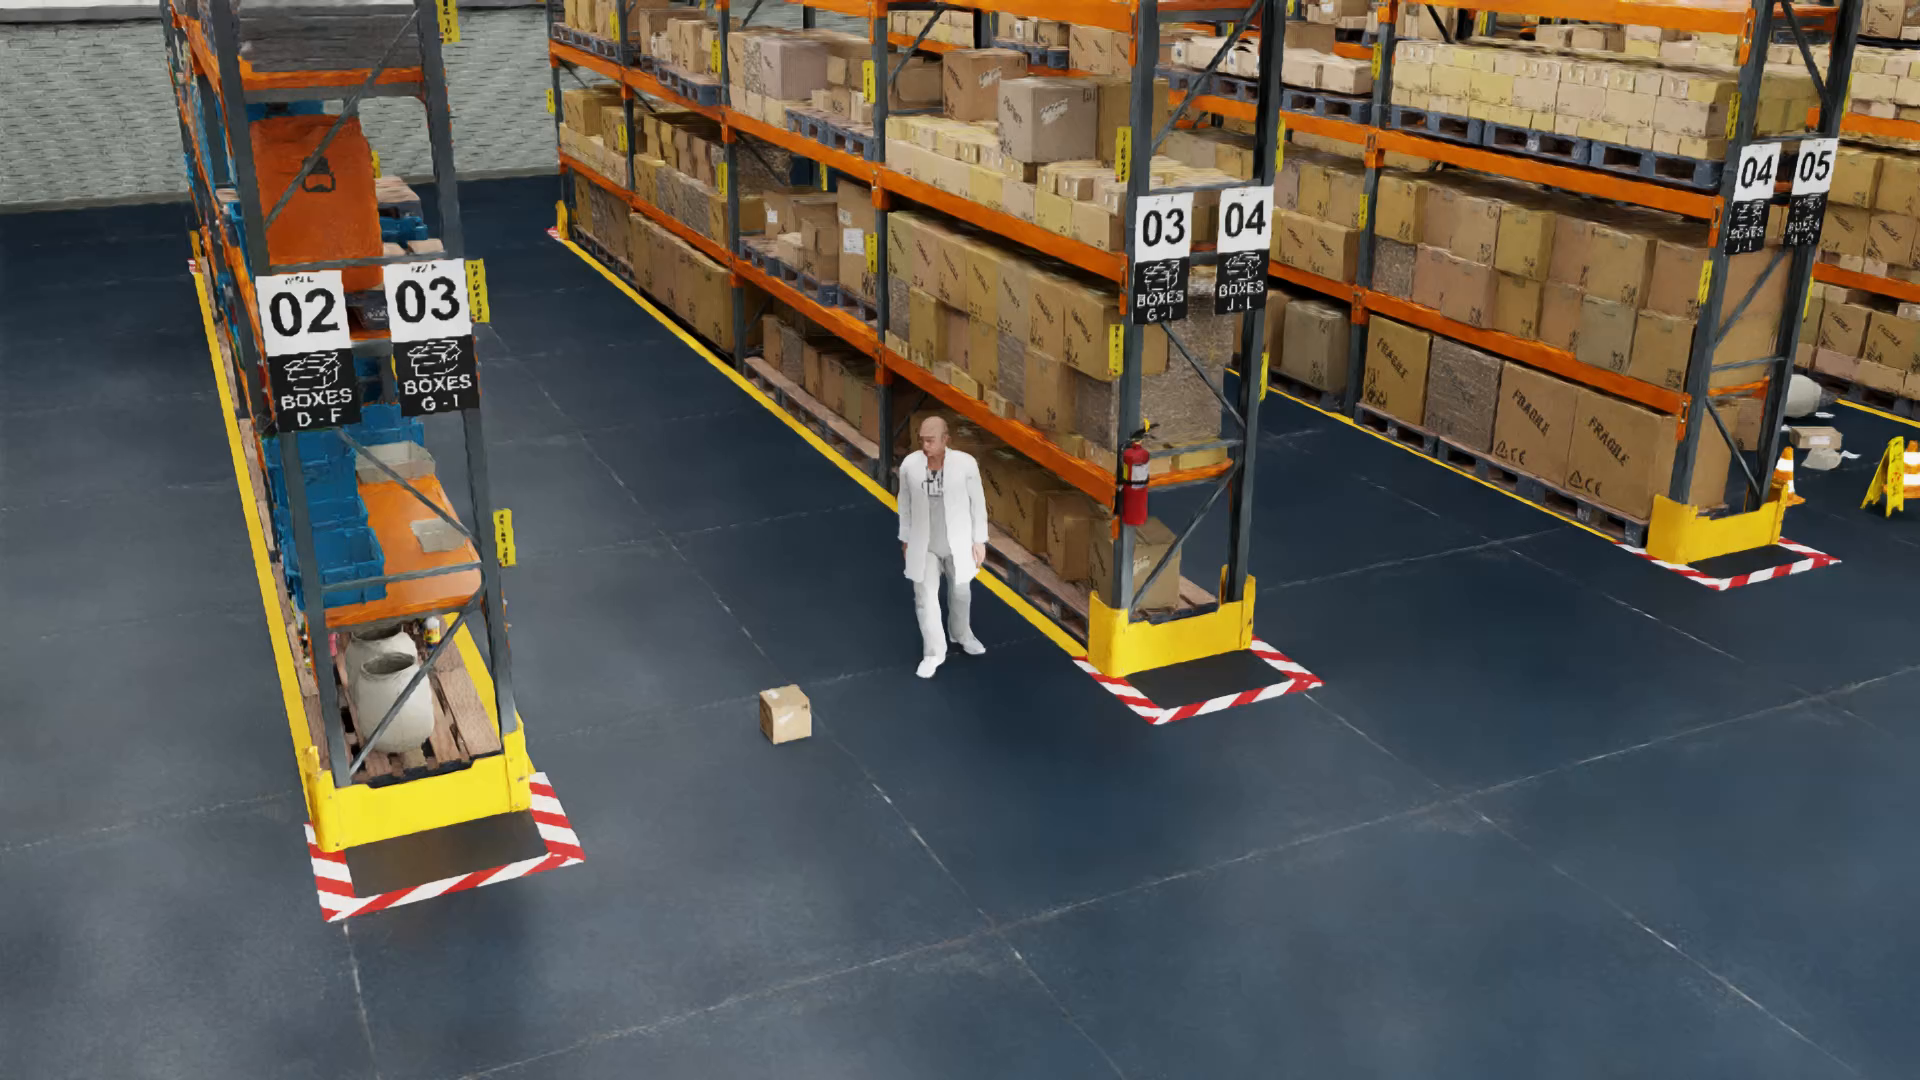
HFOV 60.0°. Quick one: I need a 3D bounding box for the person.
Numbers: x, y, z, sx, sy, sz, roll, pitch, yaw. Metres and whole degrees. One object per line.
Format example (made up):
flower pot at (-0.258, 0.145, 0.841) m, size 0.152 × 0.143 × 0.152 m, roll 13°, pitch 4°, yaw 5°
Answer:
person at (-0.109, 0.002, 11.056) m, size 0.611 × 1.768 × 0.634 m, roll 2°, pitch 22°, yaw 6°
